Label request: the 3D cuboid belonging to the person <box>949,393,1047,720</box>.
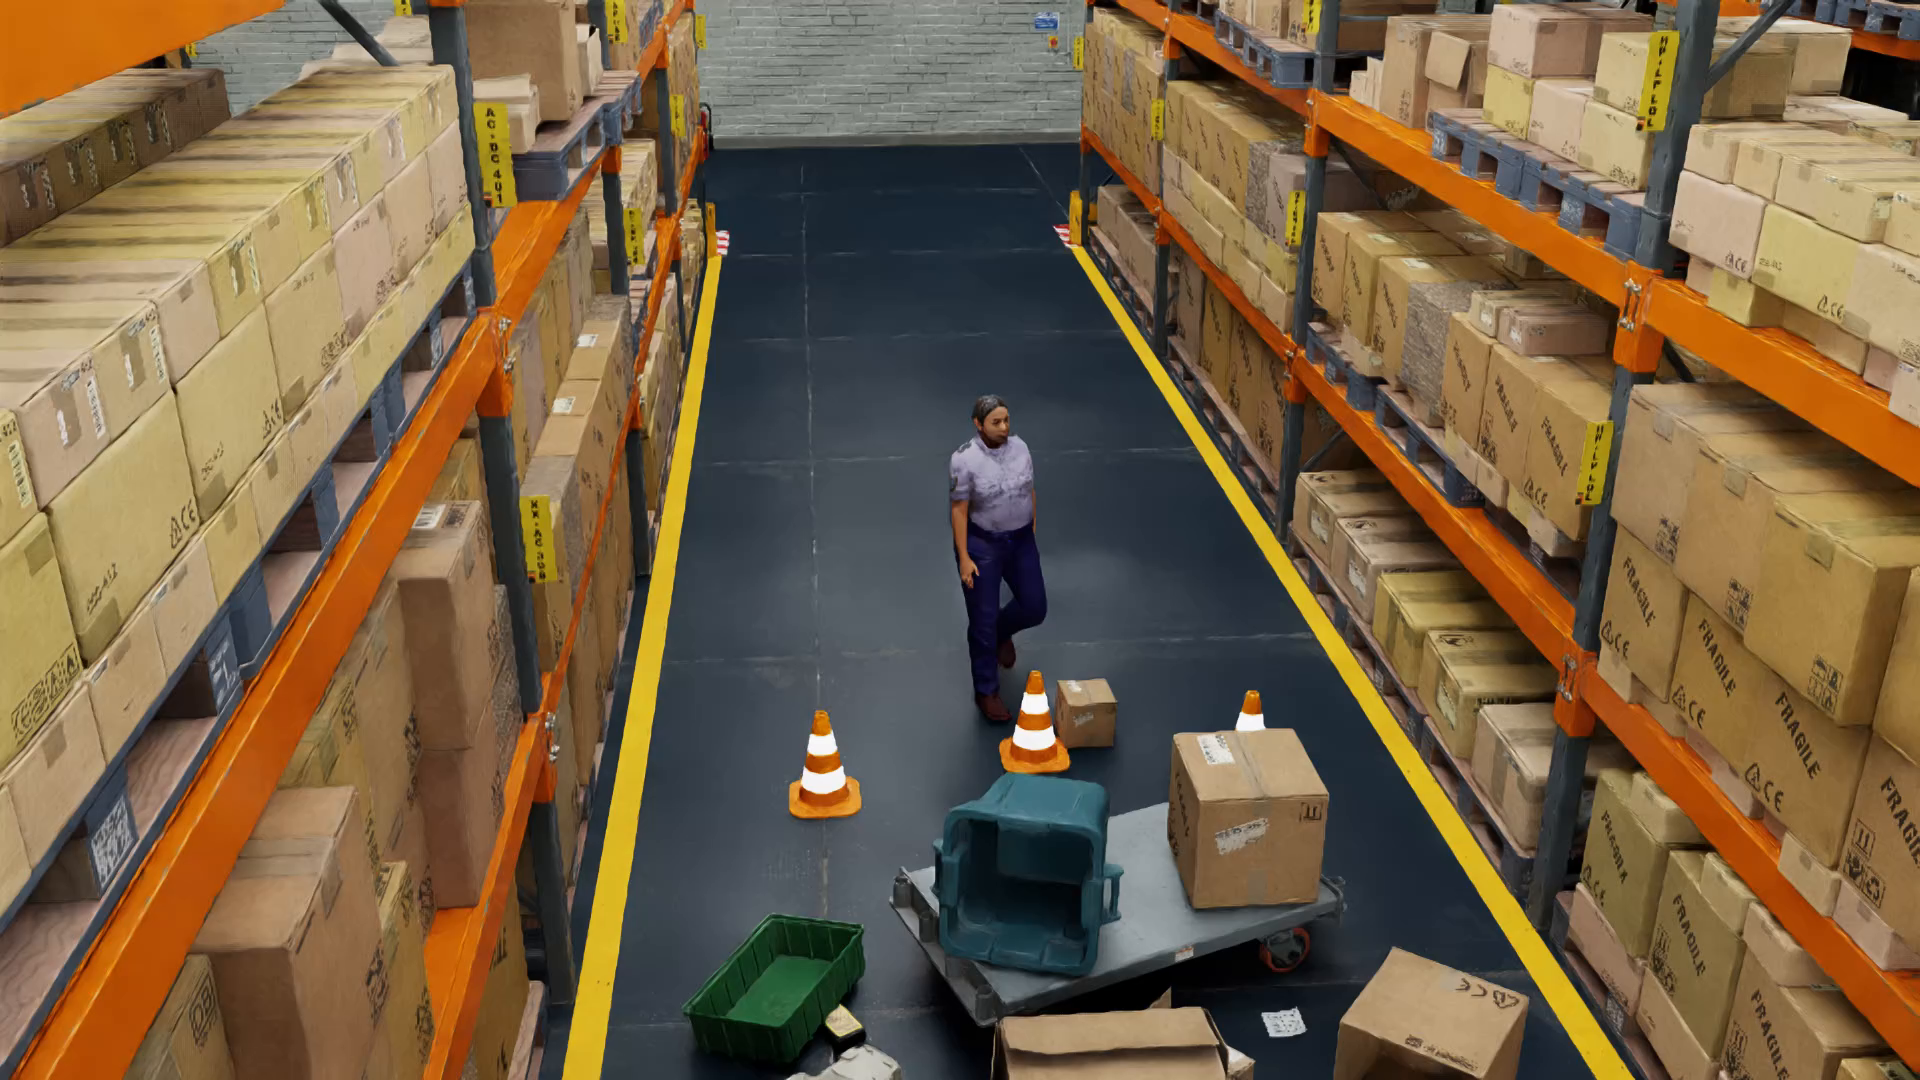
[{"bbox_3d":[0.195,0.043,8.495,0.496,1.630,0.664,-13,27,-27],"label":"person"}]
